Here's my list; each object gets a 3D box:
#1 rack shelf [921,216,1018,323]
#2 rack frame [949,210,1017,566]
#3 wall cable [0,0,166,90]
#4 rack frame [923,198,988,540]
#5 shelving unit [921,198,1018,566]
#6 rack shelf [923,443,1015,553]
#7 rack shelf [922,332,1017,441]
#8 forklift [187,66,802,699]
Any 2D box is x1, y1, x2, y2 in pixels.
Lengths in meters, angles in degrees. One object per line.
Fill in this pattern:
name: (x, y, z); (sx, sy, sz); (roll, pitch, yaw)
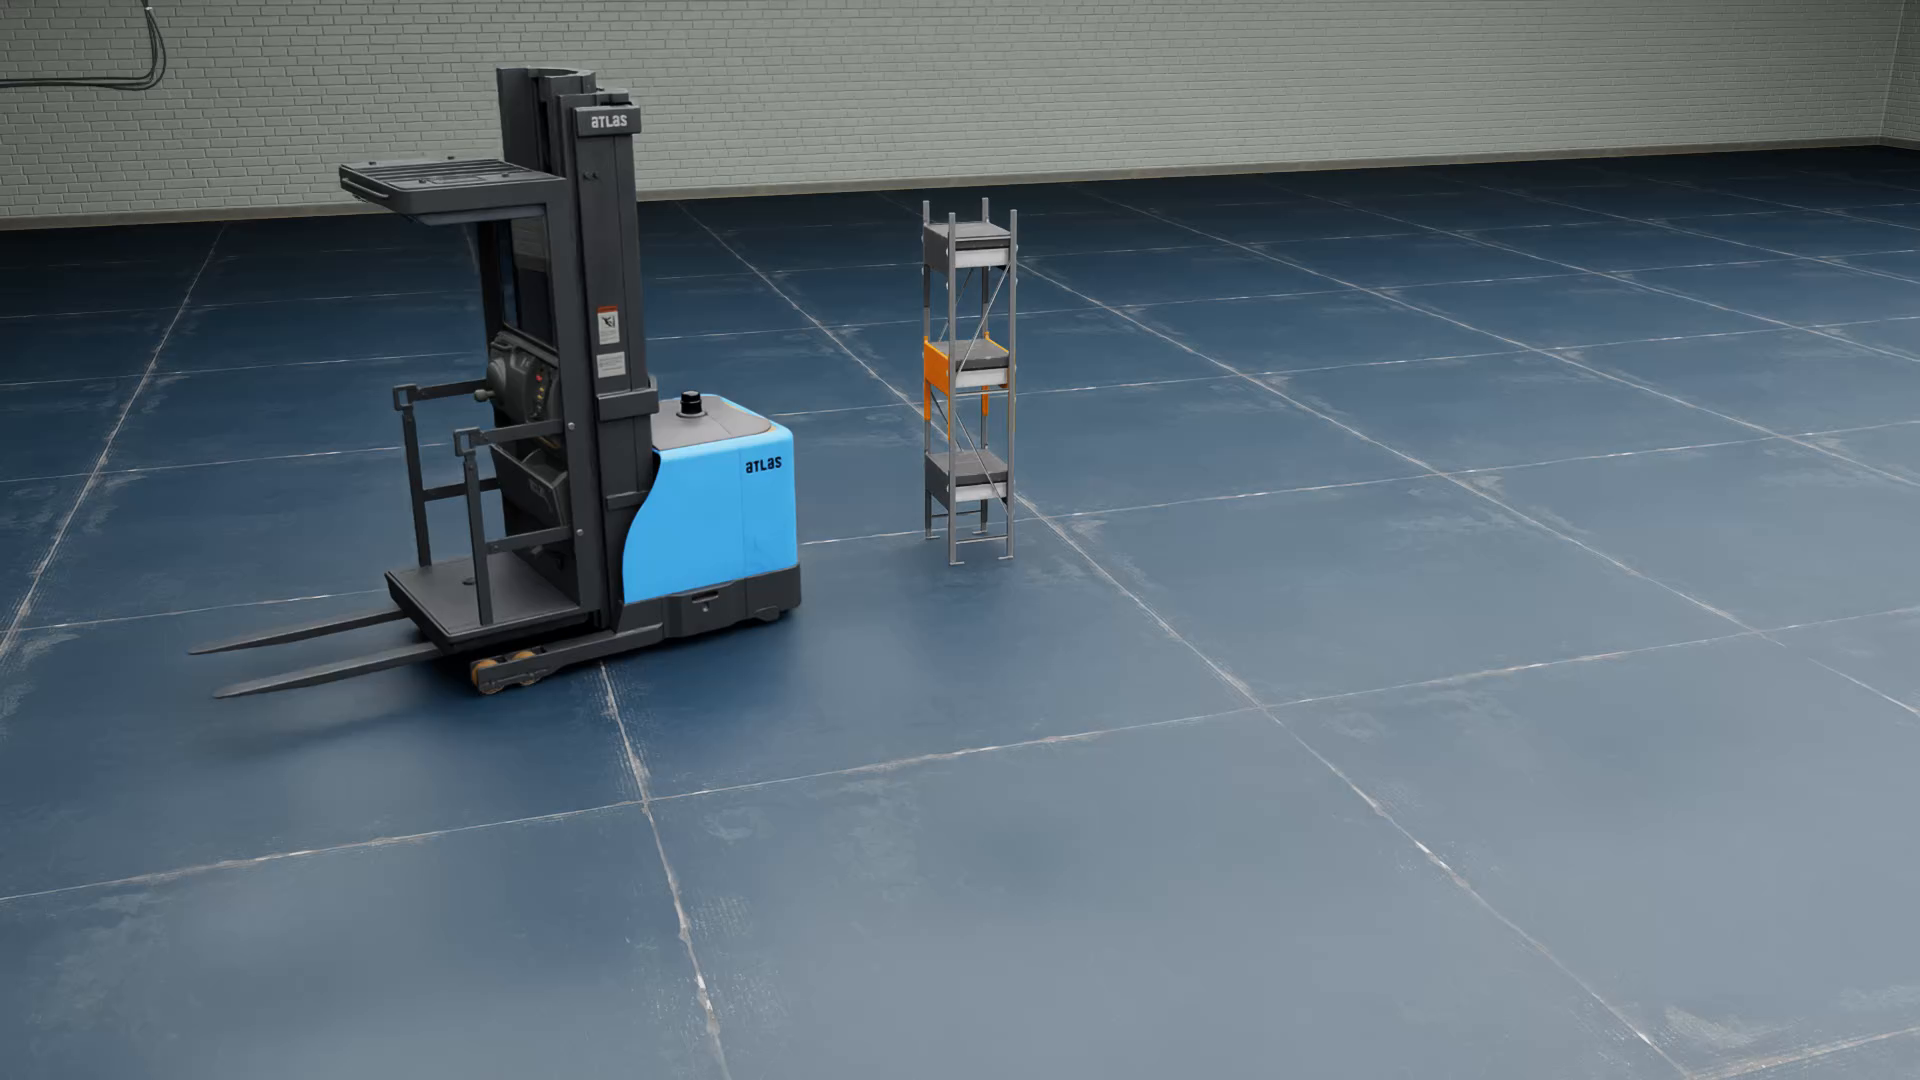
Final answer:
rack shelf: (0.052, -1.581, 9.682); (0.431, 0.518, 0.480); (-6, 21, -17)
rack frame: (0.129, -0.857, 9.696); (0.400, 2.100, 0.015); (-6, 21, -17)
wall cable: (-11.754, -6.864, 20.809); (3.097, 2.526, 0.112); (-6, 21, -17)
rack frame: (-0.025, -1.013, 10.132); (0.400, 2.100, 0.015); (-6, 21, -17)
shelving unit: (0.052, -0.935, 9.914); (0.431, 2.100, 0.503); (-6, 21, -17)
rack shelf: (0.052, -0.263, 10.155); (0.431, 0.518, 0.480); (-6, 21, -17)
rack shelf: (0.052, -0.922, 9.918); (0.431, 0.518, 0.480); (-6, 21, -17)
forklift: (-2.389, -0.816, 8.351); (3.031, 2.935, 1.130); (-13, 23, -32)
